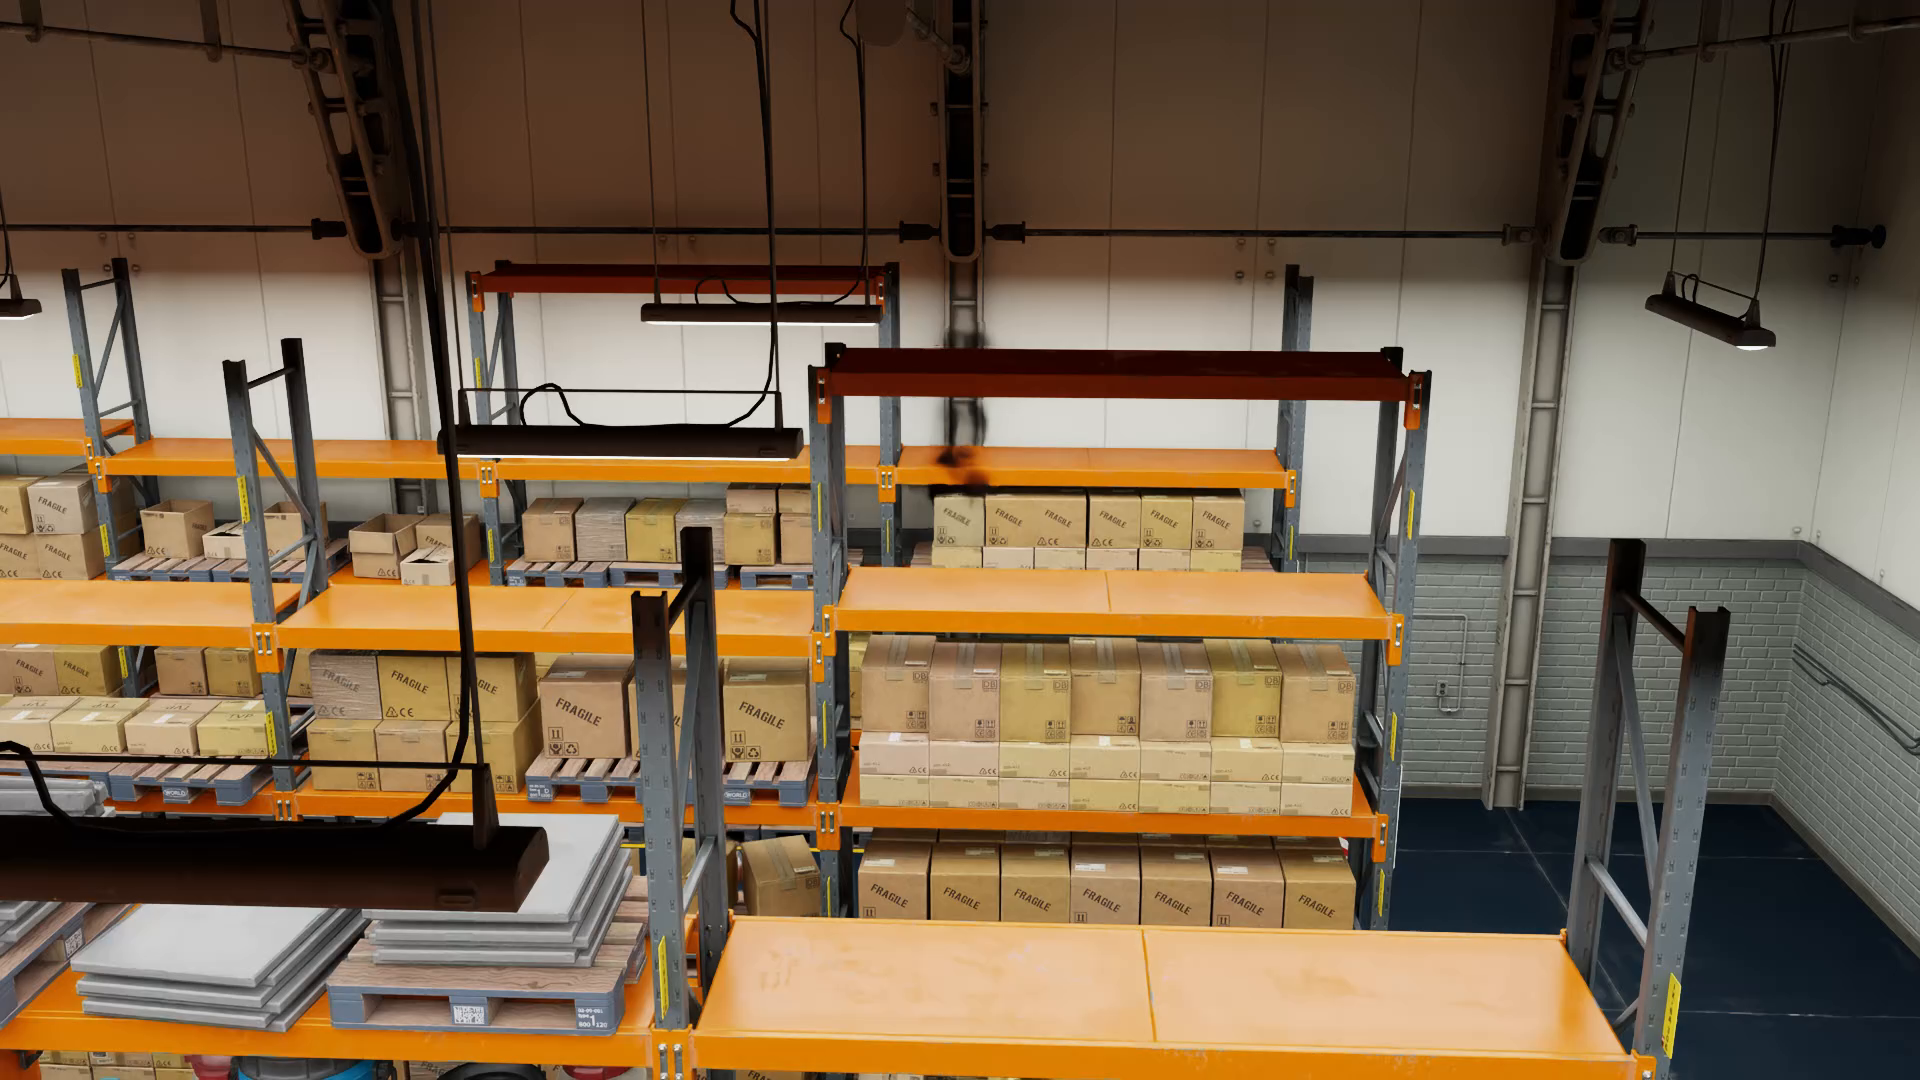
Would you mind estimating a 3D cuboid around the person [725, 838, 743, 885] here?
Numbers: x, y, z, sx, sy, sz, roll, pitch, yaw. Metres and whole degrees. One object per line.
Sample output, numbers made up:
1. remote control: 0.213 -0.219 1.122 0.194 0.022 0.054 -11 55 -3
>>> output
1. person: -2.157 3.148 14.523 0.917 1.809 0.655 -2 16 -6
